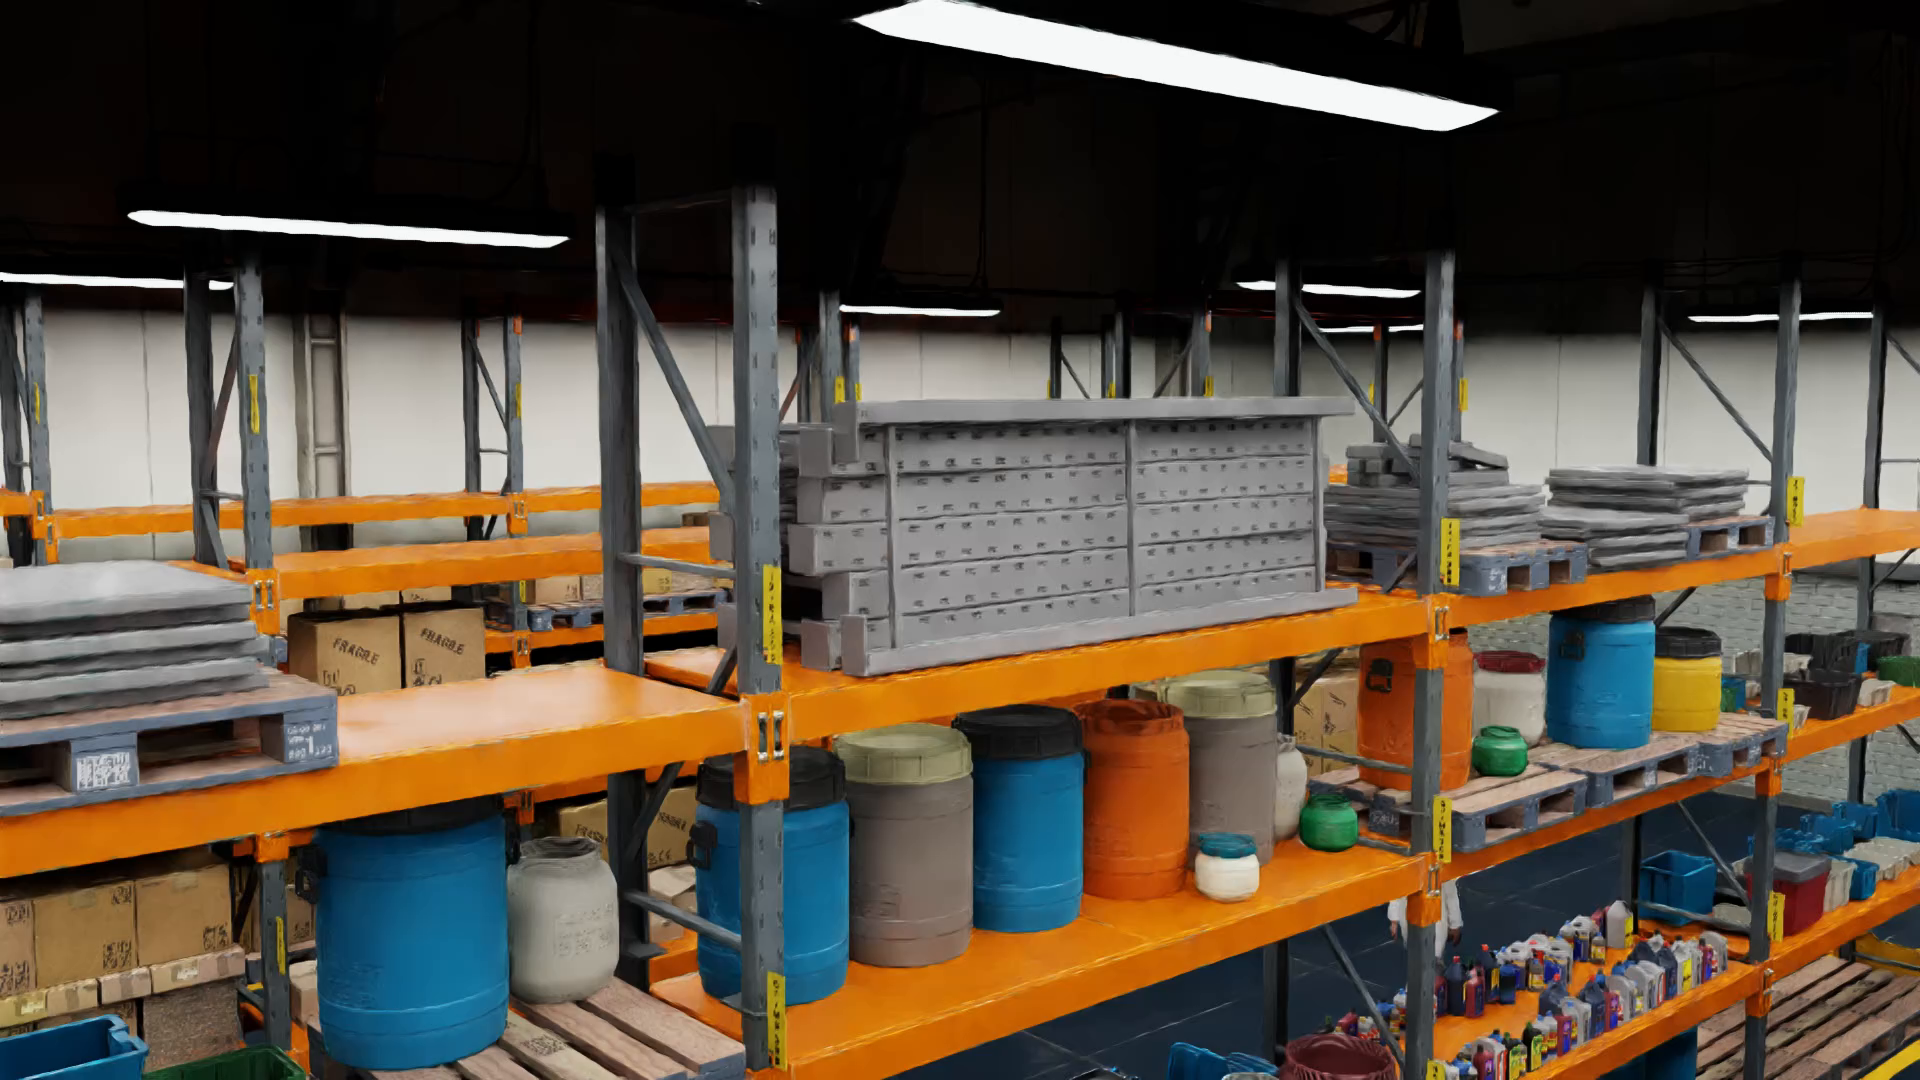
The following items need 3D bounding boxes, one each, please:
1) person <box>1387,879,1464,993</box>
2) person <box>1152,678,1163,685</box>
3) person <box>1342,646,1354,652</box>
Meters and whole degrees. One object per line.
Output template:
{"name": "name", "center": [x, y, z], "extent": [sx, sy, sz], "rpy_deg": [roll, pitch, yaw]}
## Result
{"name": "person", "center": [3.655, 3.047, 13.274], "extent": [1.194, 1.698, 0.598], "rpy_deg": [-4, 7, -38]}
{"name": "person", "center": [2.735, 2.209, 22.474], "extent": [0.638, 1.665, 0.494], "rpy_deg": [1, 5, 9]}
{"name": "person", "center": [5.352, 2.269, 22.716], "extent": [1.001, 1.495, 0.491], "rpy_deg": [-5, 7, -42]}
